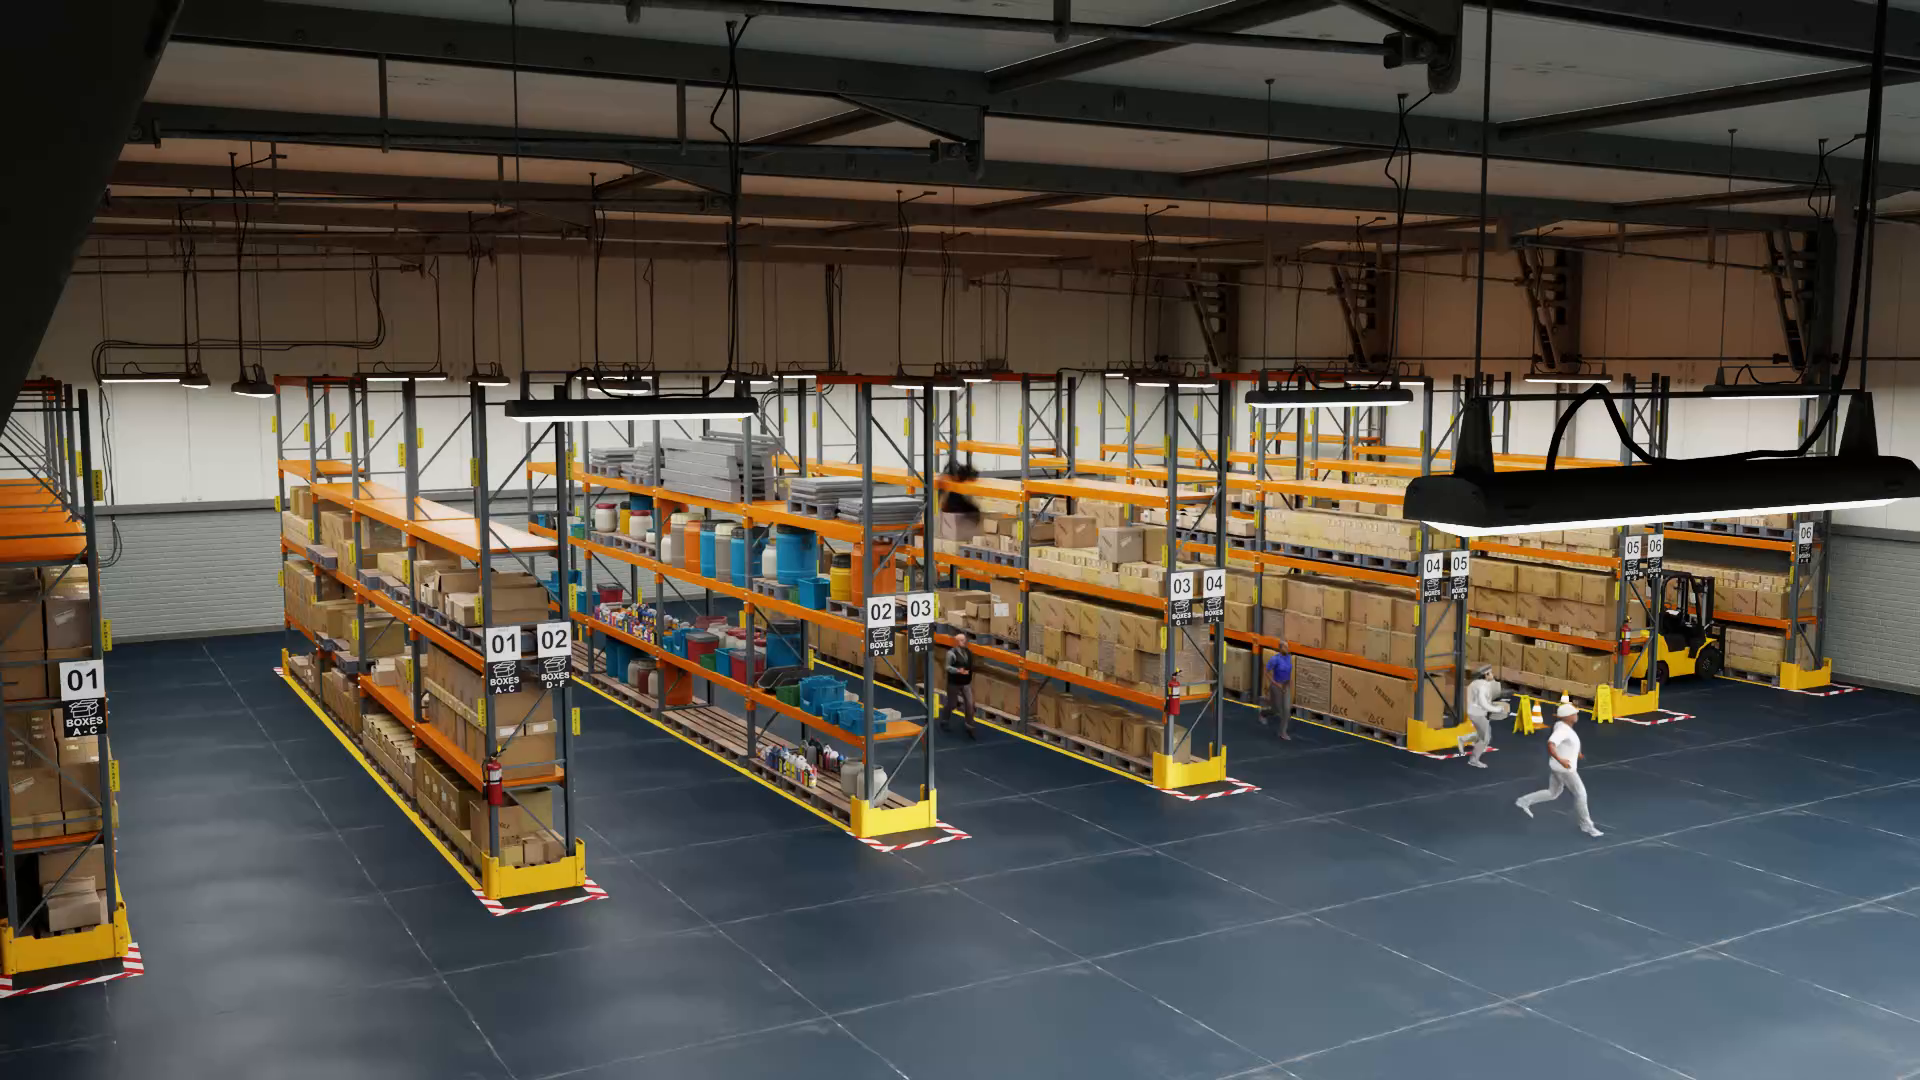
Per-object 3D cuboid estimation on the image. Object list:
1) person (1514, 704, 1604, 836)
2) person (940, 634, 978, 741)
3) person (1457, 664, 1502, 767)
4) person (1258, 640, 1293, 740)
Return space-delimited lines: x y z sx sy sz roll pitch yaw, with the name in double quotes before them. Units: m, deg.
"person" 8.010 3.051 22.166 1.141 1.775 0.666 1 6 6
"person" -0.034 2.467 27.830 0.610 1.672 0.877 -4 7 -30
"person" 8.054 2.718 25.767 0.638 1.649 0.652 1 6 8
"person" 5.348 2.486 27.928 0.600 1.641 0.802 -4 7 -31
